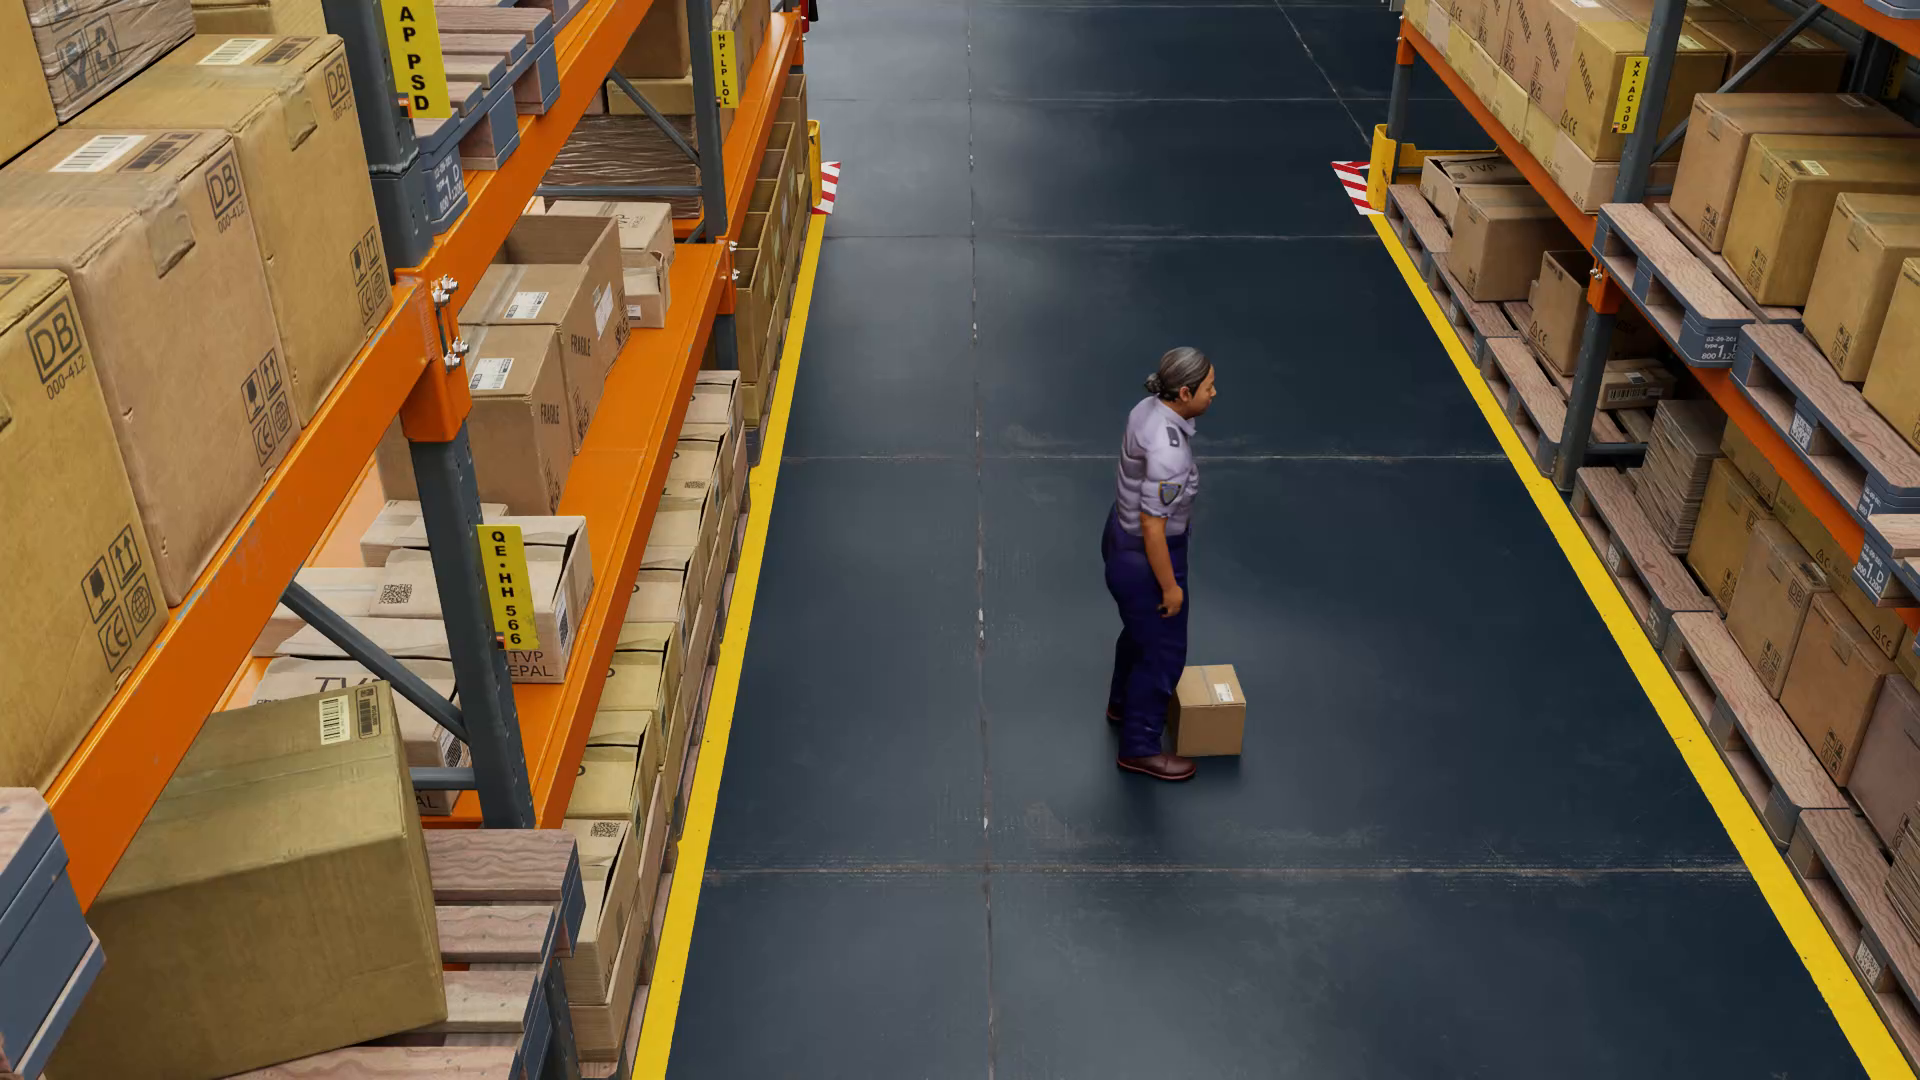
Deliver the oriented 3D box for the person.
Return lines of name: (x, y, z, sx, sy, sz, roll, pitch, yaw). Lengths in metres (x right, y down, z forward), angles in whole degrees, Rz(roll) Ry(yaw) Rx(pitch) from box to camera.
person: (0.705, 0.066, 6.035, 0.371, 1.652, 0.538, 0, 32, 0)
